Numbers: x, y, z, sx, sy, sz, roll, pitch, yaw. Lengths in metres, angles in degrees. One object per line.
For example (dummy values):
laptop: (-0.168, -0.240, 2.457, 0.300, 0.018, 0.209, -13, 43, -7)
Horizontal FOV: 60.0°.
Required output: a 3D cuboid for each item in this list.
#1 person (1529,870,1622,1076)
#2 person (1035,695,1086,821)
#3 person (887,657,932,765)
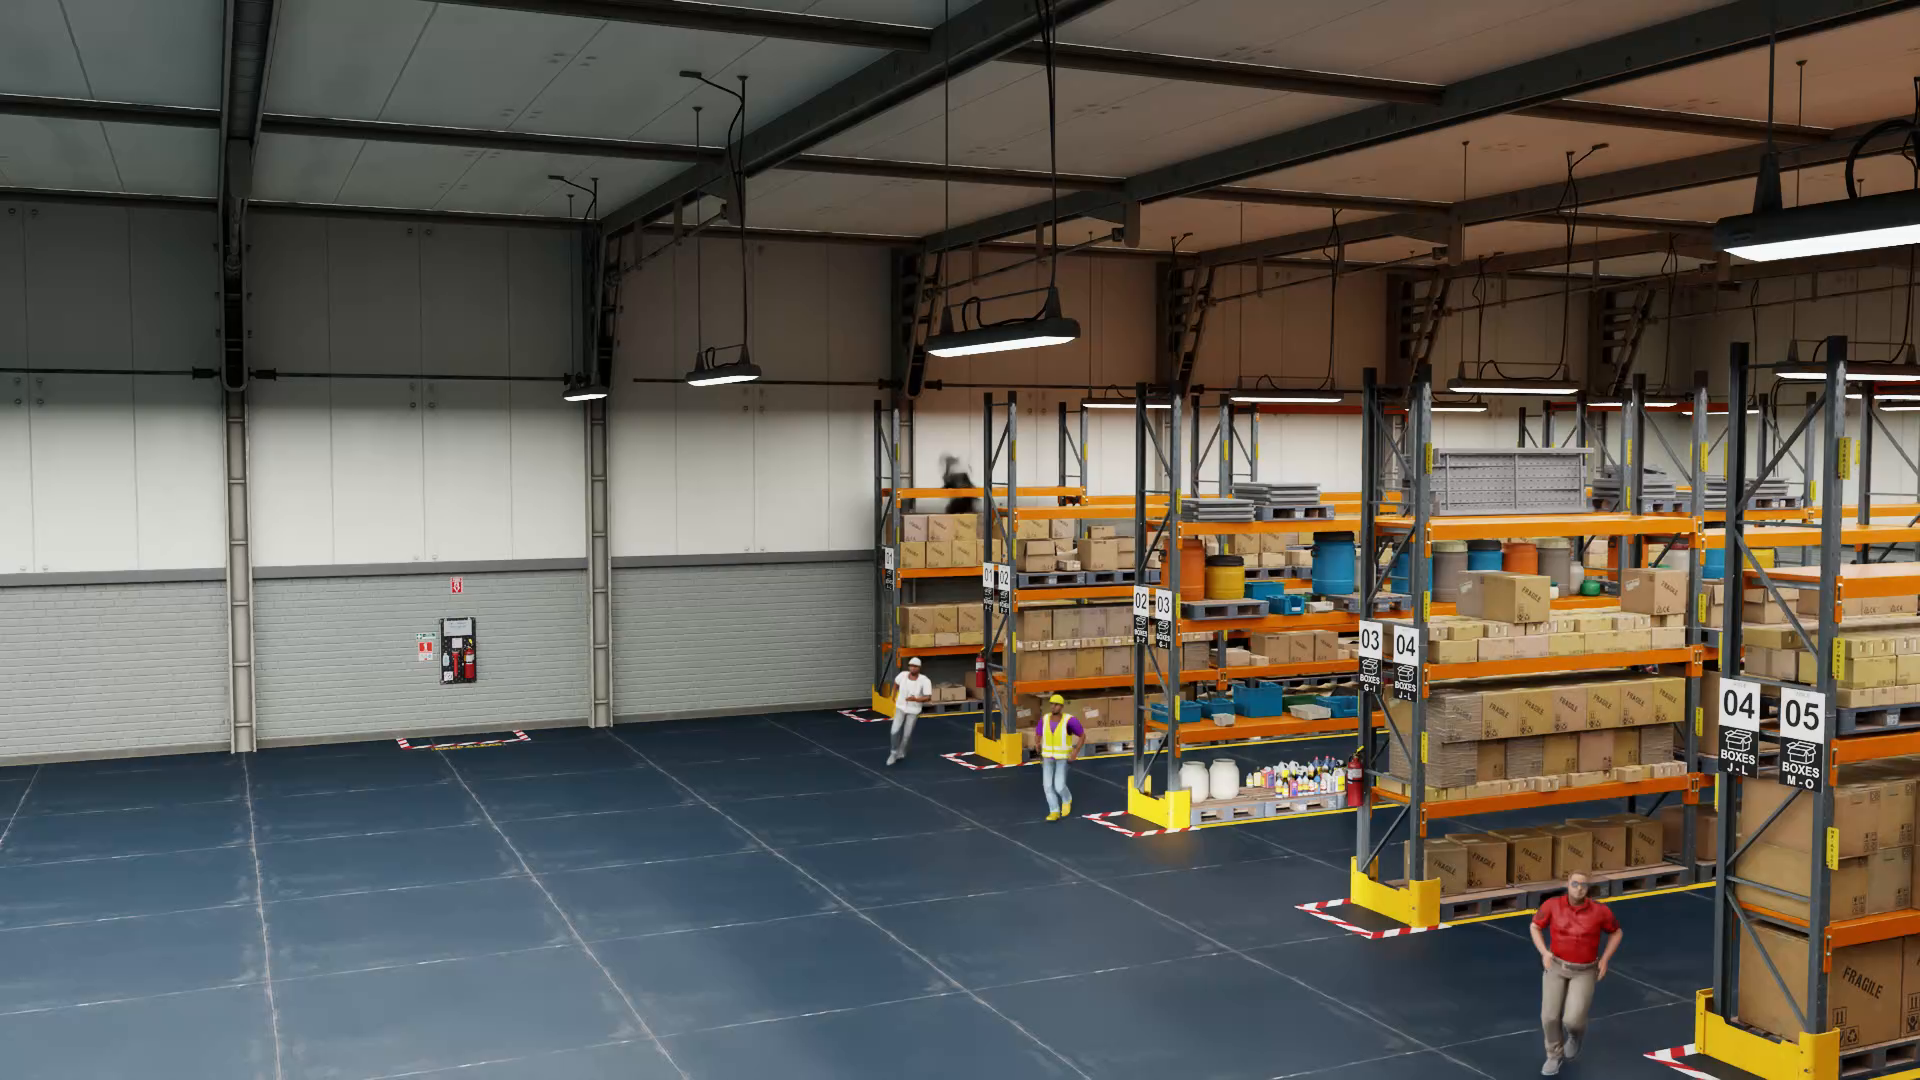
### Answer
person: (5.008, 3.546, 13.597, 0.703, 1.694, 0.572, 2, 4, 28)
person: (1.320, 2.971, 22.701, 0.707, 1.724, 0.539, 1, 4, 24)
person: (-0.803, 2.756, 26.789, 0.743, 1.773, 0.661, 1, 3, 11)
